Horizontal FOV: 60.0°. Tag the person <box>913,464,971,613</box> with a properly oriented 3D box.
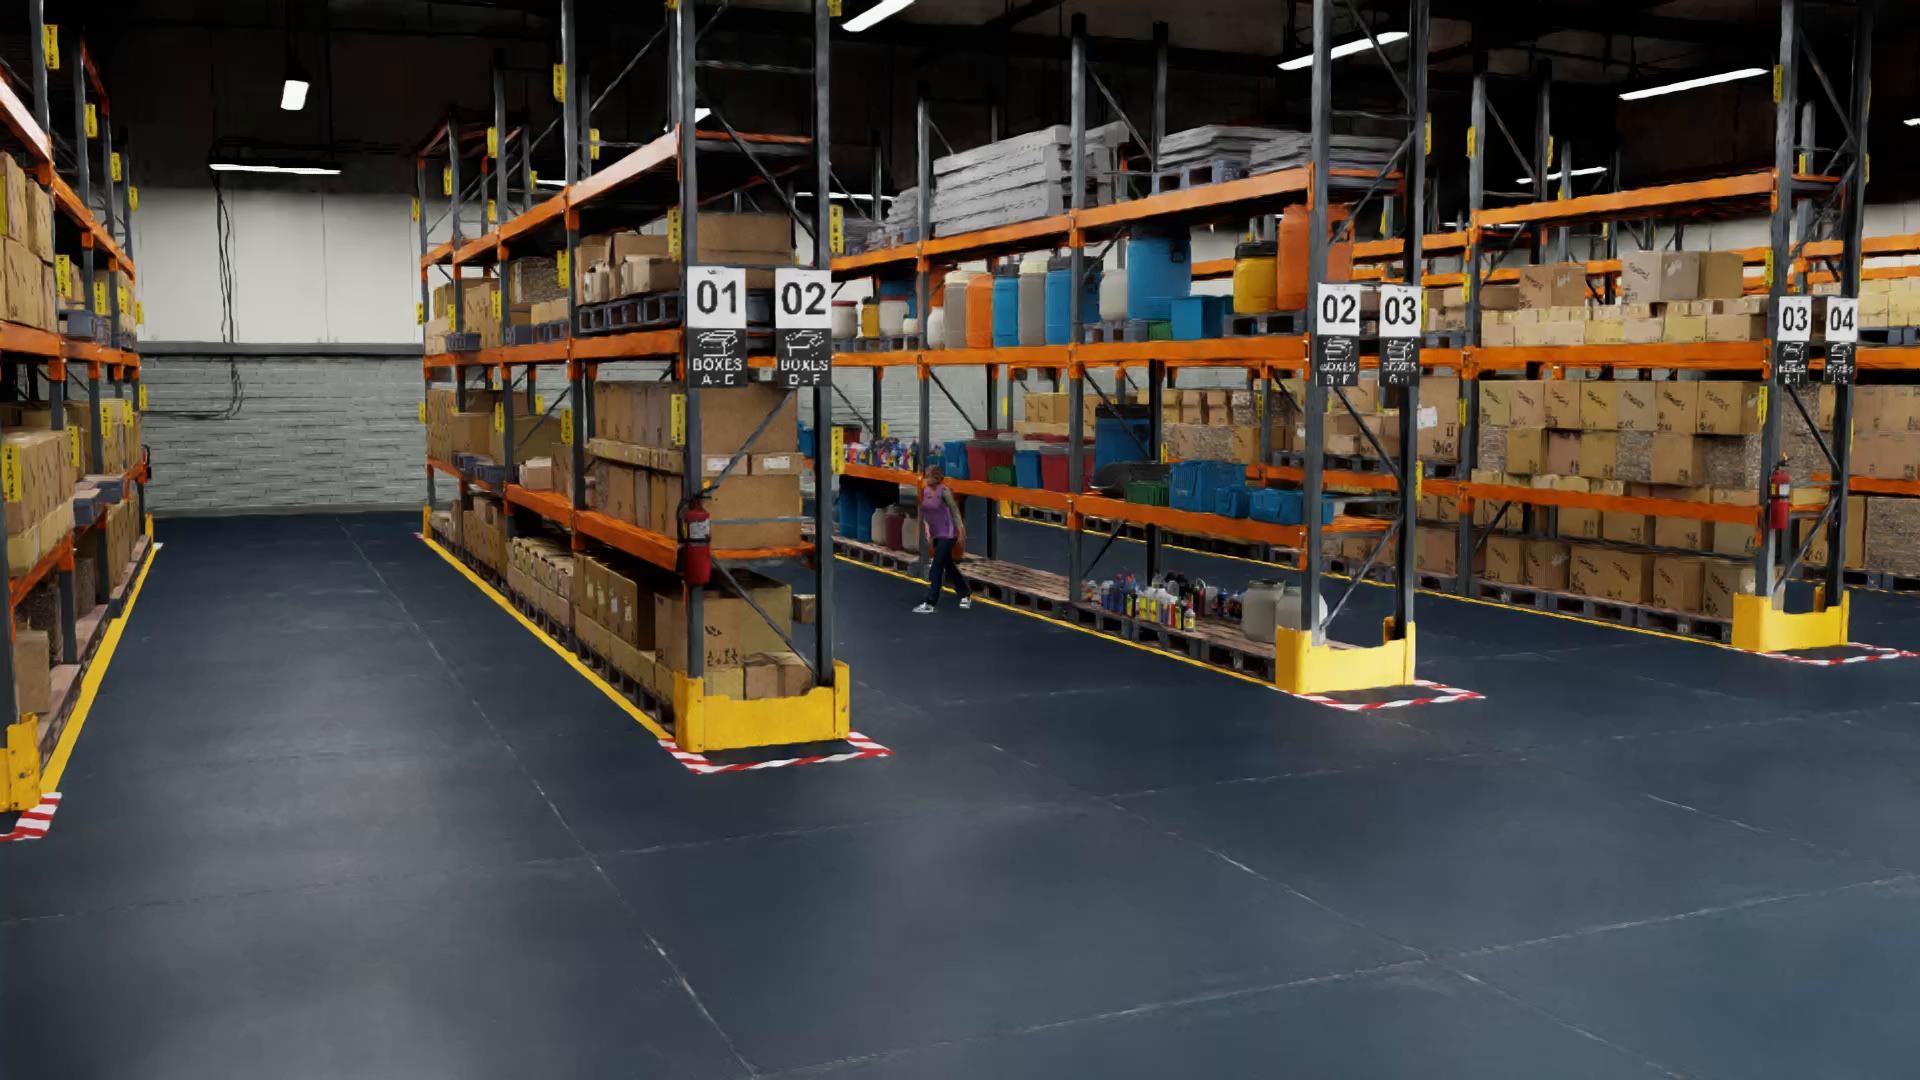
[{"bbox_3d":[-0.157,-0.022,17.551,0.764,1.552,0.415,-4,7,-35],"label":"person"}]
